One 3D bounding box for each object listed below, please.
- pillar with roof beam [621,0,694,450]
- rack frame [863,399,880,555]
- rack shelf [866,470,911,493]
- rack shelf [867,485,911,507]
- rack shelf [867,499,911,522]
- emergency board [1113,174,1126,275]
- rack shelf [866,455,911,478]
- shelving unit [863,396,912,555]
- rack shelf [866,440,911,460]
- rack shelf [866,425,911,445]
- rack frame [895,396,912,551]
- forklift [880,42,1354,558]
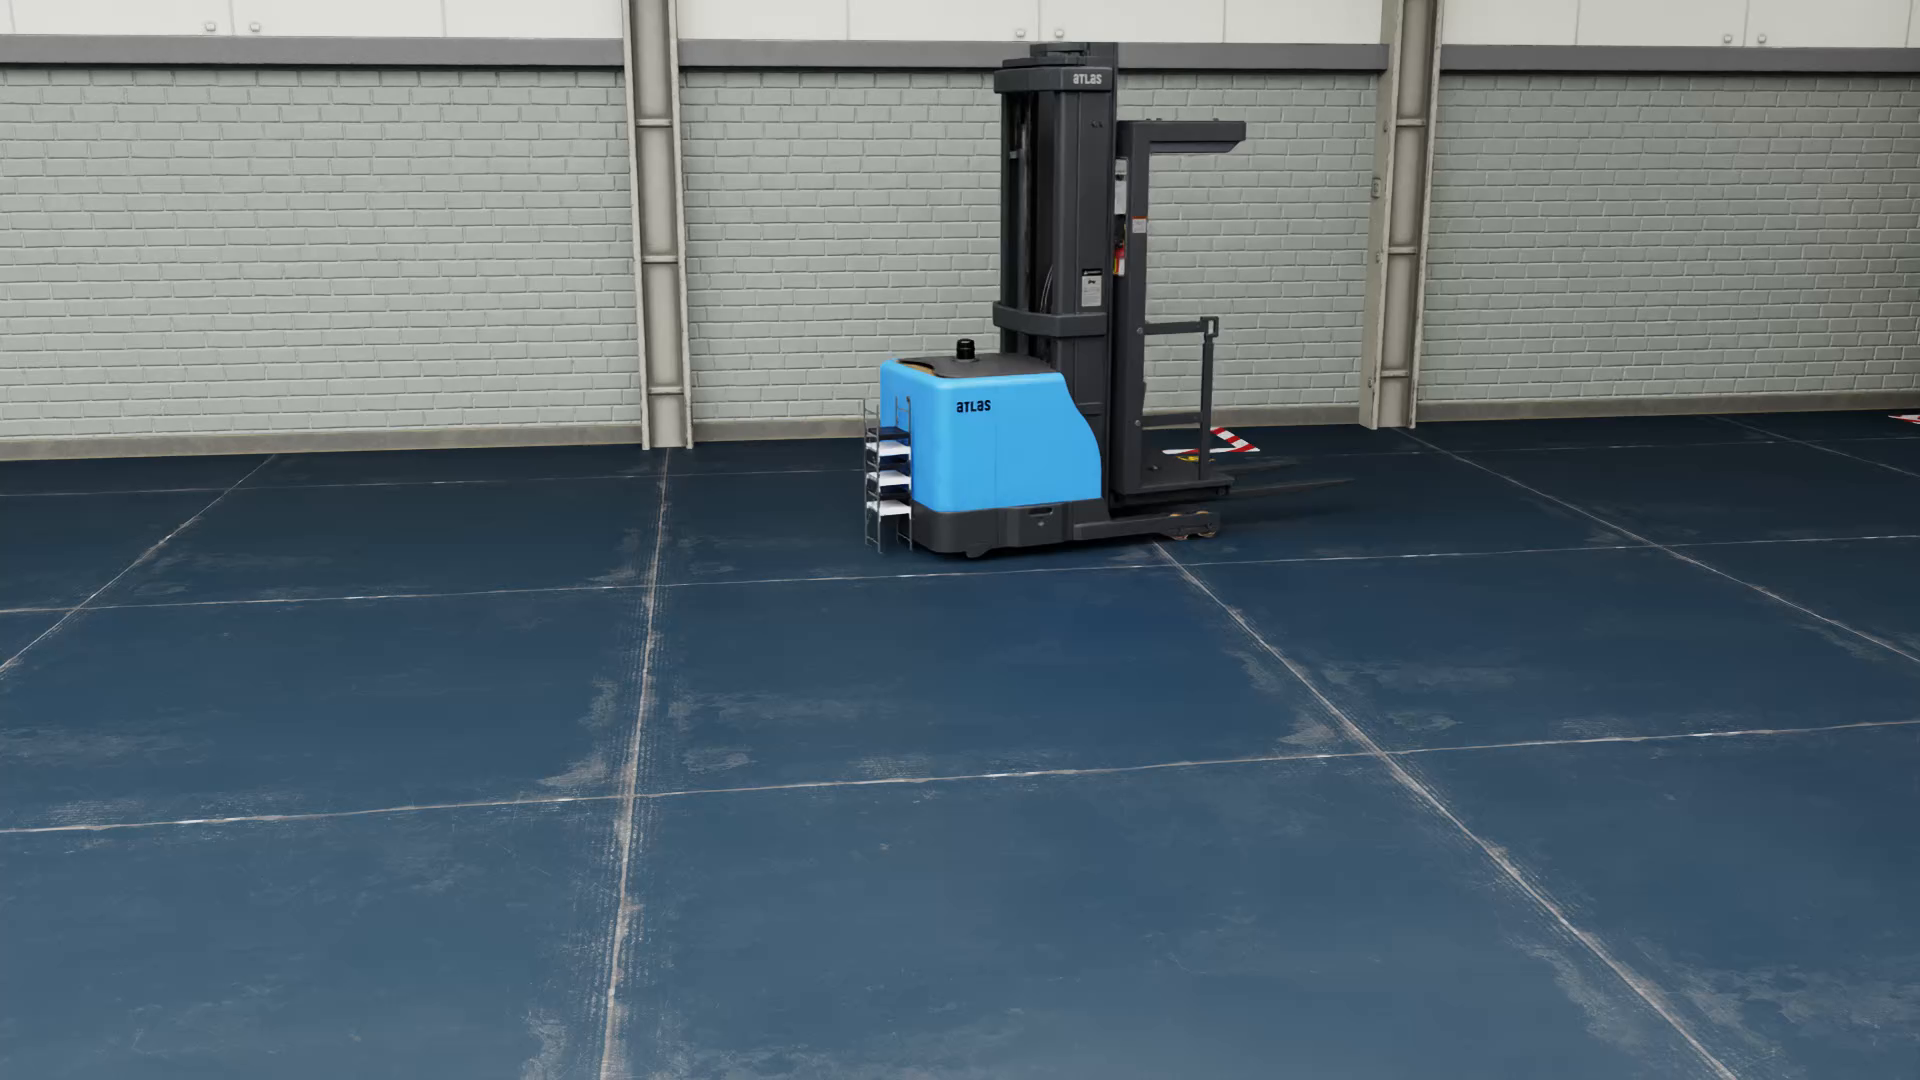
[{"bbox_3d":[-1.678,-4.083,8.002,0.400,9.000,9.100,-2,14,-8],"label":"pillar with roof beam"},{"bbox_3d":[-0.525,-0.376,9.871,0.006,0.900,0.240,-6,15,-22],"label":"rack frame"},{"bbox_3d":[-0.431,-0.353,9.918,0.200,0.077,0.258,-6,15,-22],"label":"rack shelf"},{"bbox_3d":[-0.431,-0.266,9.940,0.200,0.077,0.258,-6,15,-22],"label":"rack shelf"},{"bbox_3d":[-0.431,-0.179,9.962,0.200,0.077,0.258,-6,15,-22],"label":"rack shelf"},{"bbox_3d":[1.164,-2.345,13.407,0.643,1.169,0.194,-2,14,-8],"label":"emergency board"},{"bbox_3d":[-0.431,-0.441,9.896,0.200,0.077,0.258,-6,15,-22],"label":"rack shelf"},{"bbox_3d":[-0.431,-0.386,9.910,0.210,0.900,0.258,-6,15,-22],"label":"shelving unit"},{"bbox_3d":[-0.431,-0.528,9.874,0.200,0.077,0.258,-6,15,-22],"label":"rack shelf"},{"bbox_3d":[-0.431,-0.615,9.852,0.200,0.077,0.258,-6,15,-22],"label":"rack shelf"},{"bbox_3d":[-0.338,-0.395,9.949,0.006,0.900,0.240,-6,15,-22],"label":"rack frame"},{"bbox_3d":[1.059,-1.529,10.293,3.031,2.935,1.130,-6,15,-22],"label":"forklift"}]
